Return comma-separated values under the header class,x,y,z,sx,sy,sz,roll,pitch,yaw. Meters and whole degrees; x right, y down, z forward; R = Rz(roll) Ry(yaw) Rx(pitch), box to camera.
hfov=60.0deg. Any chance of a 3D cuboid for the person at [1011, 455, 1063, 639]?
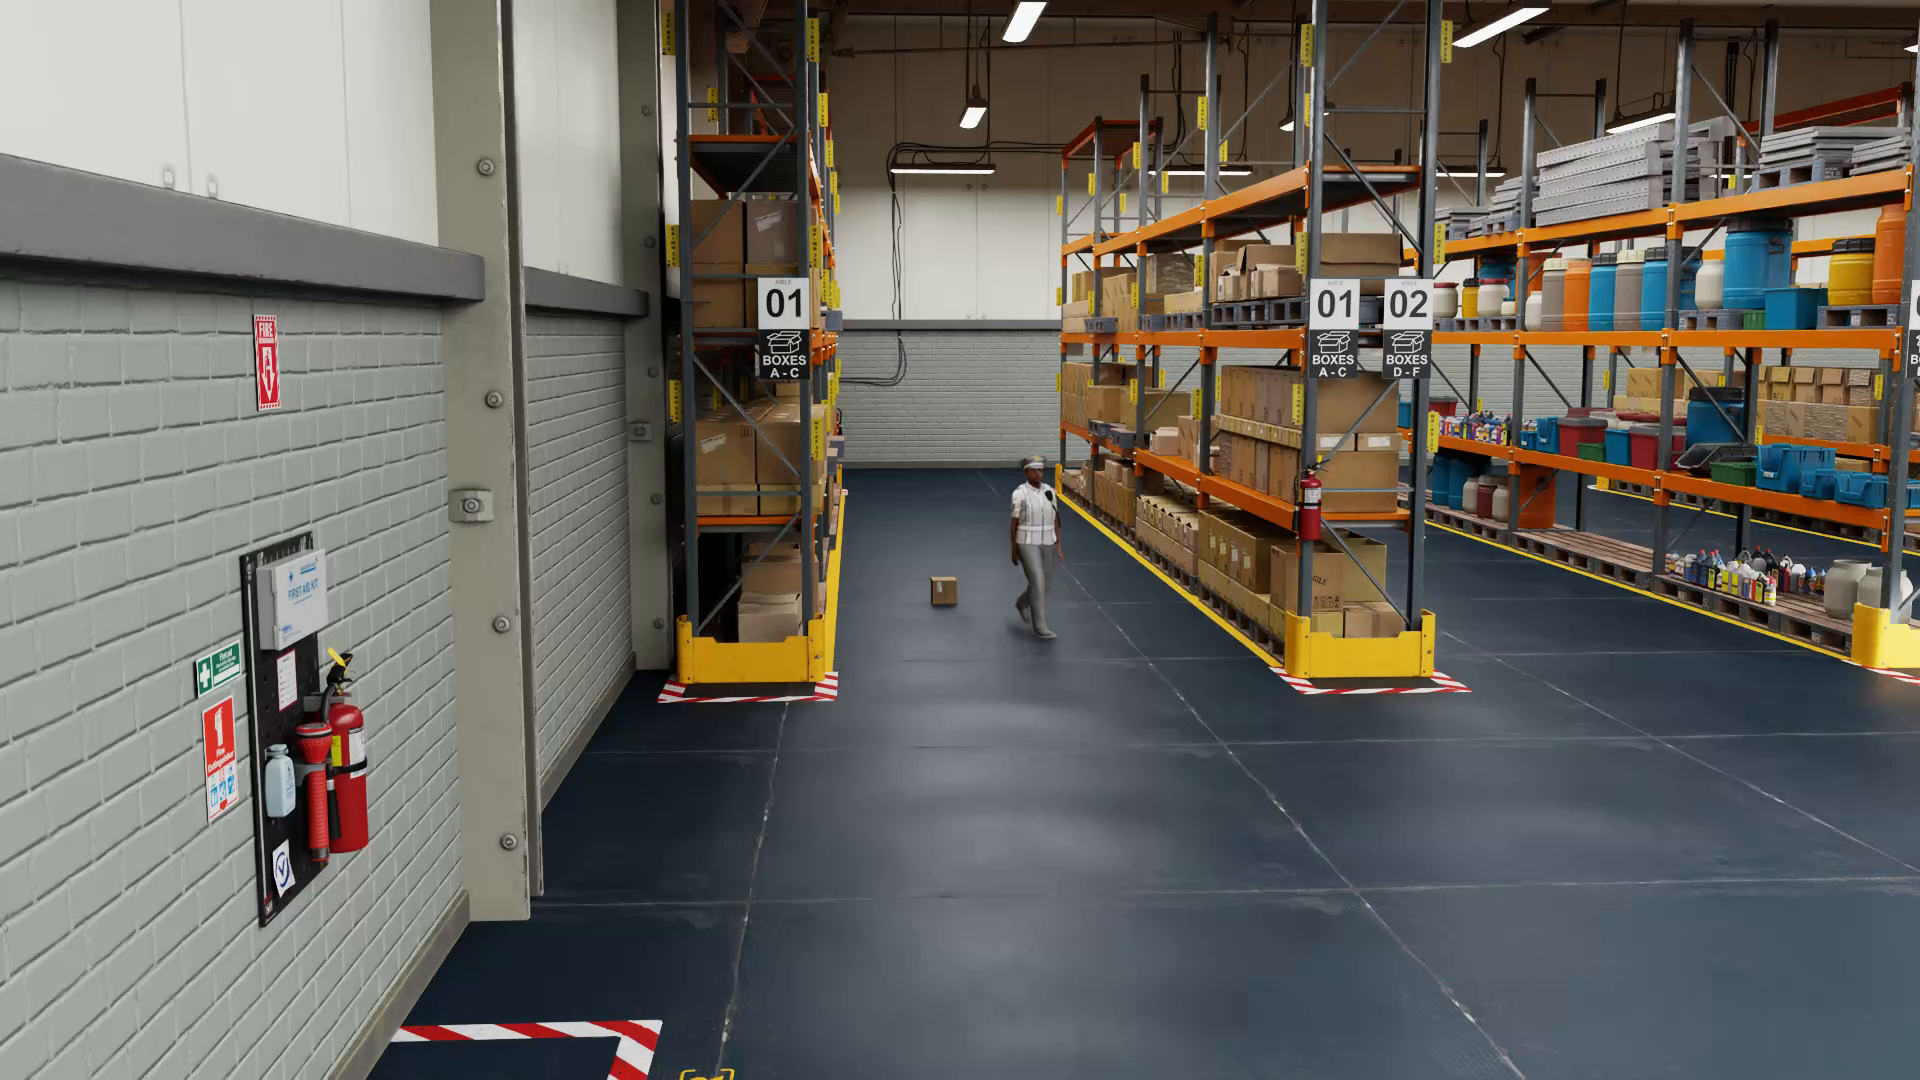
class,x,y,z,sx,sy,sz,roll,pitch,yaw
person,0.686,0.032,15.268,0.440,1.645,0.903,-4,8,-28
